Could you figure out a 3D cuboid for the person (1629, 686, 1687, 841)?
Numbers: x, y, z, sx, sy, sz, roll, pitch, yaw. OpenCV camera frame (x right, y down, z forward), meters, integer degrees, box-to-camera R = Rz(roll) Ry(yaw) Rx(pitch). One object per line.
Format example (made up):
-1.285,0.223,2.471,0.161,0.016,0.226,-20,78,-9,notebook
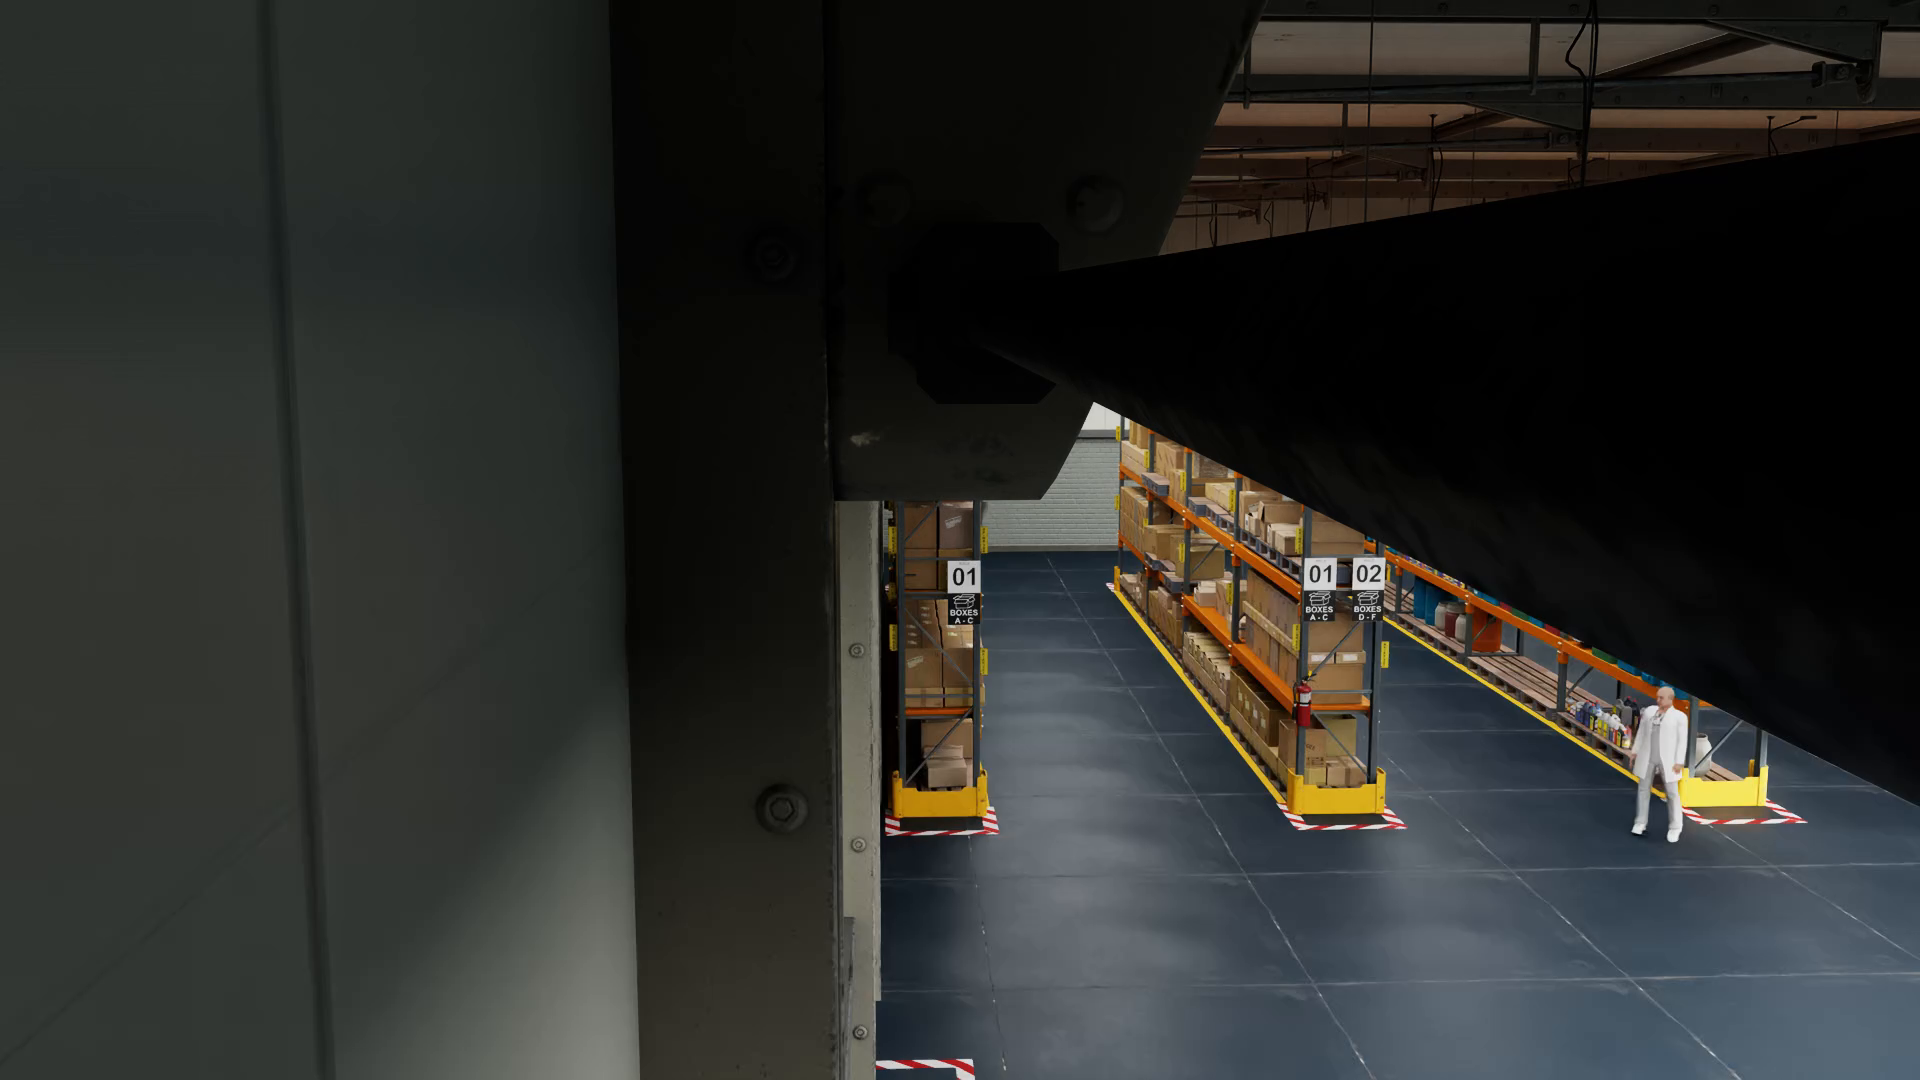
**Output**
8.273,2.741,19.764,0.630,1.597,0.496,5,10,31,person
